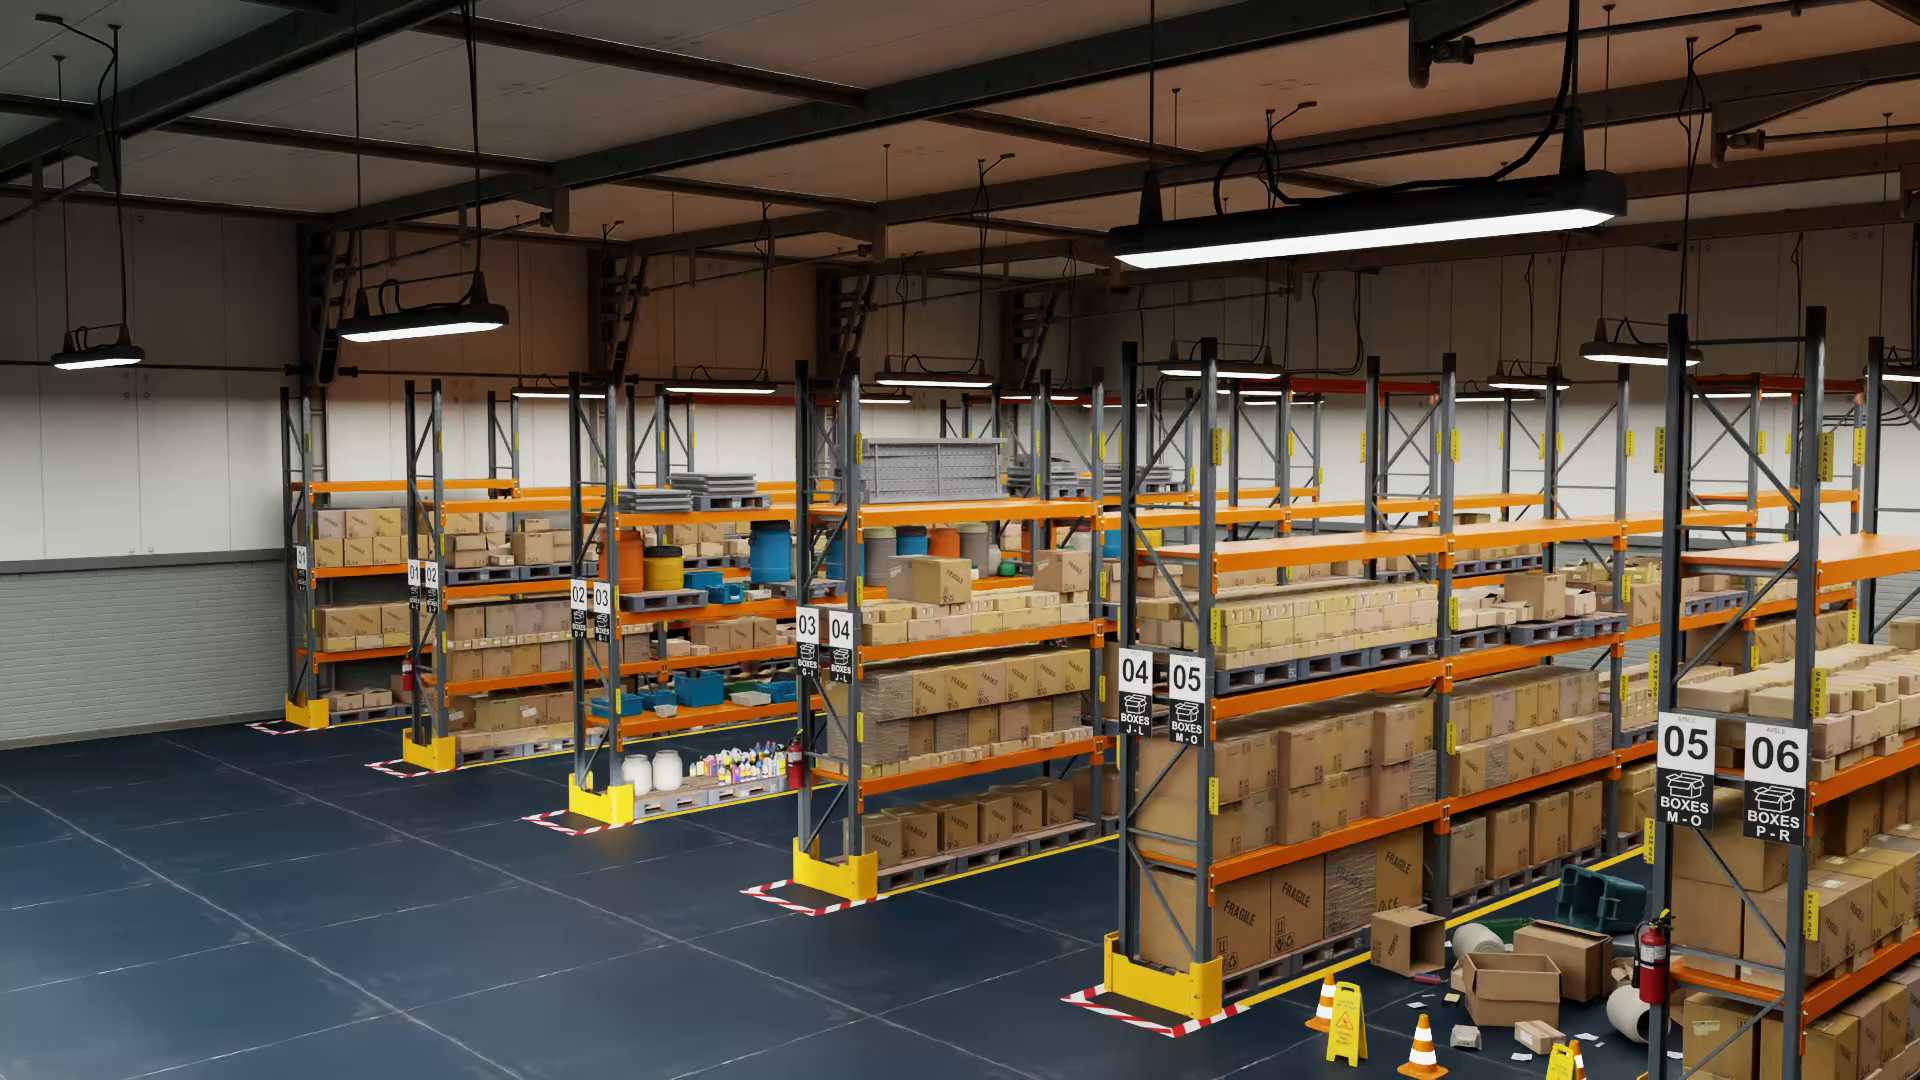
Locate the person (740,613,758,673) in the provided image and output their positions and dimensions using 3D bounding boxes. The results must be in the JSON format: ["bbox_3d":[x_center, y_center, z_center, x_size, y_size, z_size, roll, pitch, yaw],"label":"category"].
[{"bbox_3d":[-4.194,2.087,33.069,0.544,1.682,0.325,-3,5,-36],"label":"person"}]
